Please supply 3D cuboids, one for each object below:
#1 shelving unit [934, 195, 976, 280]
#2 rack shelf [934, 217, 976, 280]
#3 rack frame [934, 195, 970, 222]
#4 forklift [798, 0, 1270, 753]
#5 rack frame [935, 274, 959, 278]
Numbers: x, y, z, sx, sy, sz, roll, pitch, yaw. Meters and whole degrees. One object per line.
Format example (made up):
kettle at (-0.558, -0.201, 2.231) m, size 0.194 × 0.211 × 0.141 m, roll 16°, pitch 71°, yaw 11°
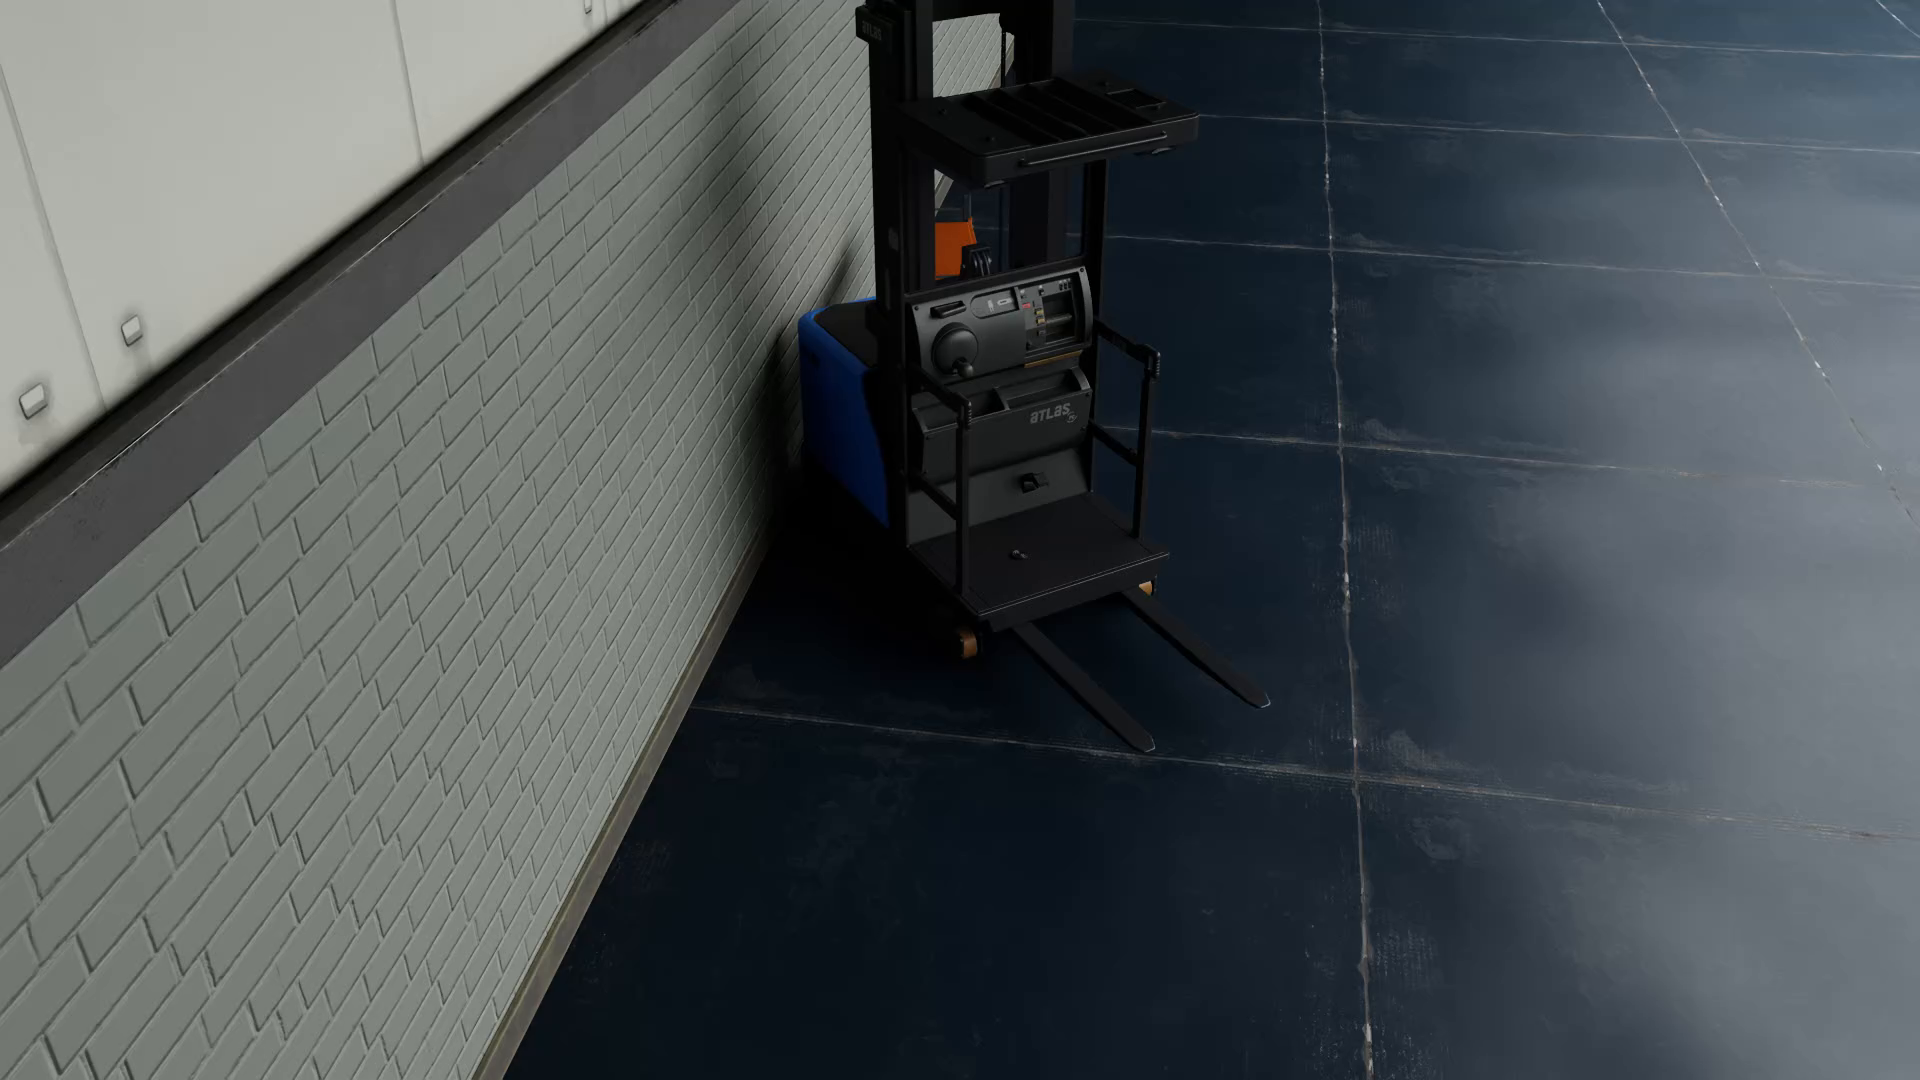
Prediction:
shelving unit at (-0.142, -1.296, 9.761) m, size 0.538 × 1.125 × 1.048 m, roll -3°, pitch 32°, yaw -4°
rack shelf at (-0.142, -1.544, 9.605) m, size 0.538 × 0.278 × 1.000 m, roll -3°, pitch 32°, yaw -4°
rack frame at (-0.189, -1.565, 10.190) m, size 0.500 × 1.125 × 0.032 m, roll -3°, pitch 32°, yaw -4°
forklift at (0.308, -0.954, 7.512) m, size 1.130 × 2.935 × 3.031 m, roll -17°, pitch 36°, yaw -25°
rack frame at (-0.095, -1.028, 9.332) m, size 0.500 × 1.125 × 0.032 m, roll -3°, pitch 32°, yaw -4°
